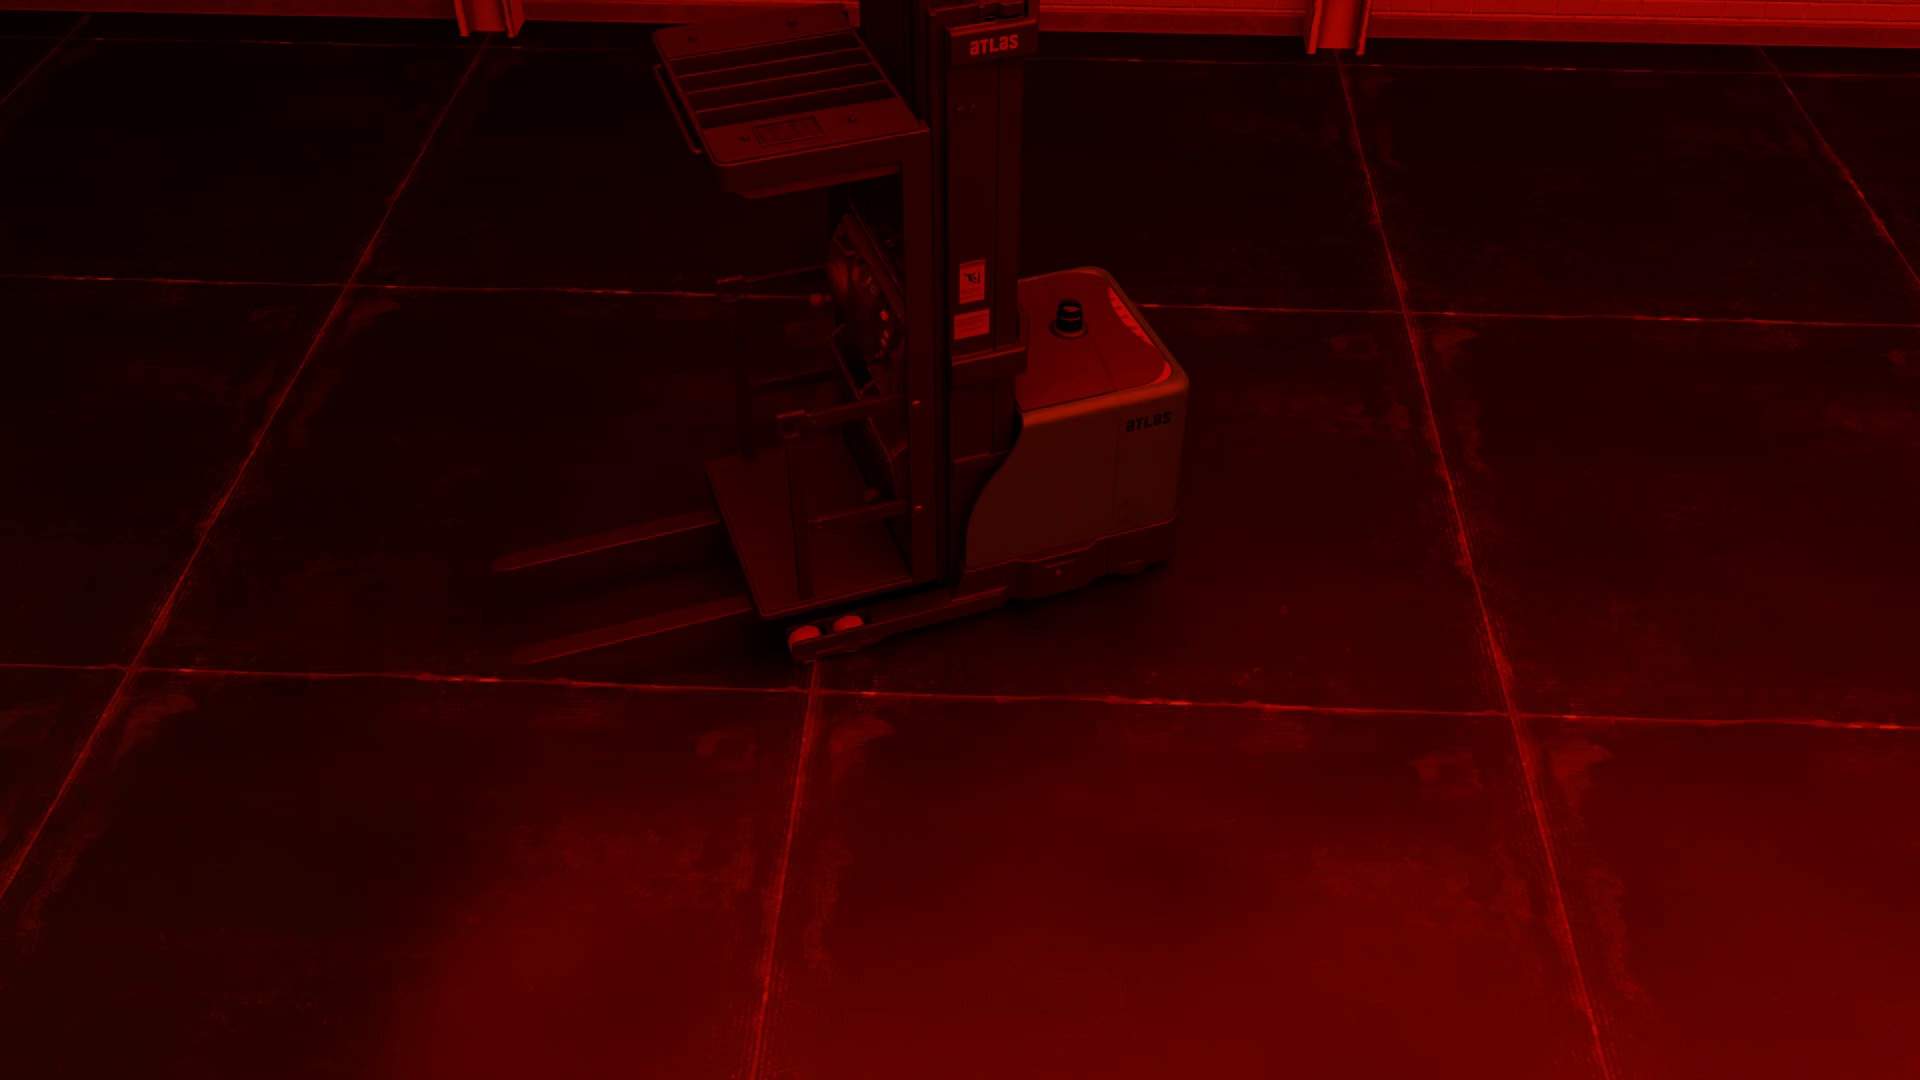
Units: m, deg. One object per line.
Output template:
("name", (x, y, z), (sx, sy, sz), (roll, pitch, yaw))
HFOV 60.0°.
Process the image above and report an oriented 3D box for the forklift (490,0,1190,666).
("forklift", (-0.573, -0.945, 6.778), (3.031, 2.935, 1.130), (-13, 44, -14))
